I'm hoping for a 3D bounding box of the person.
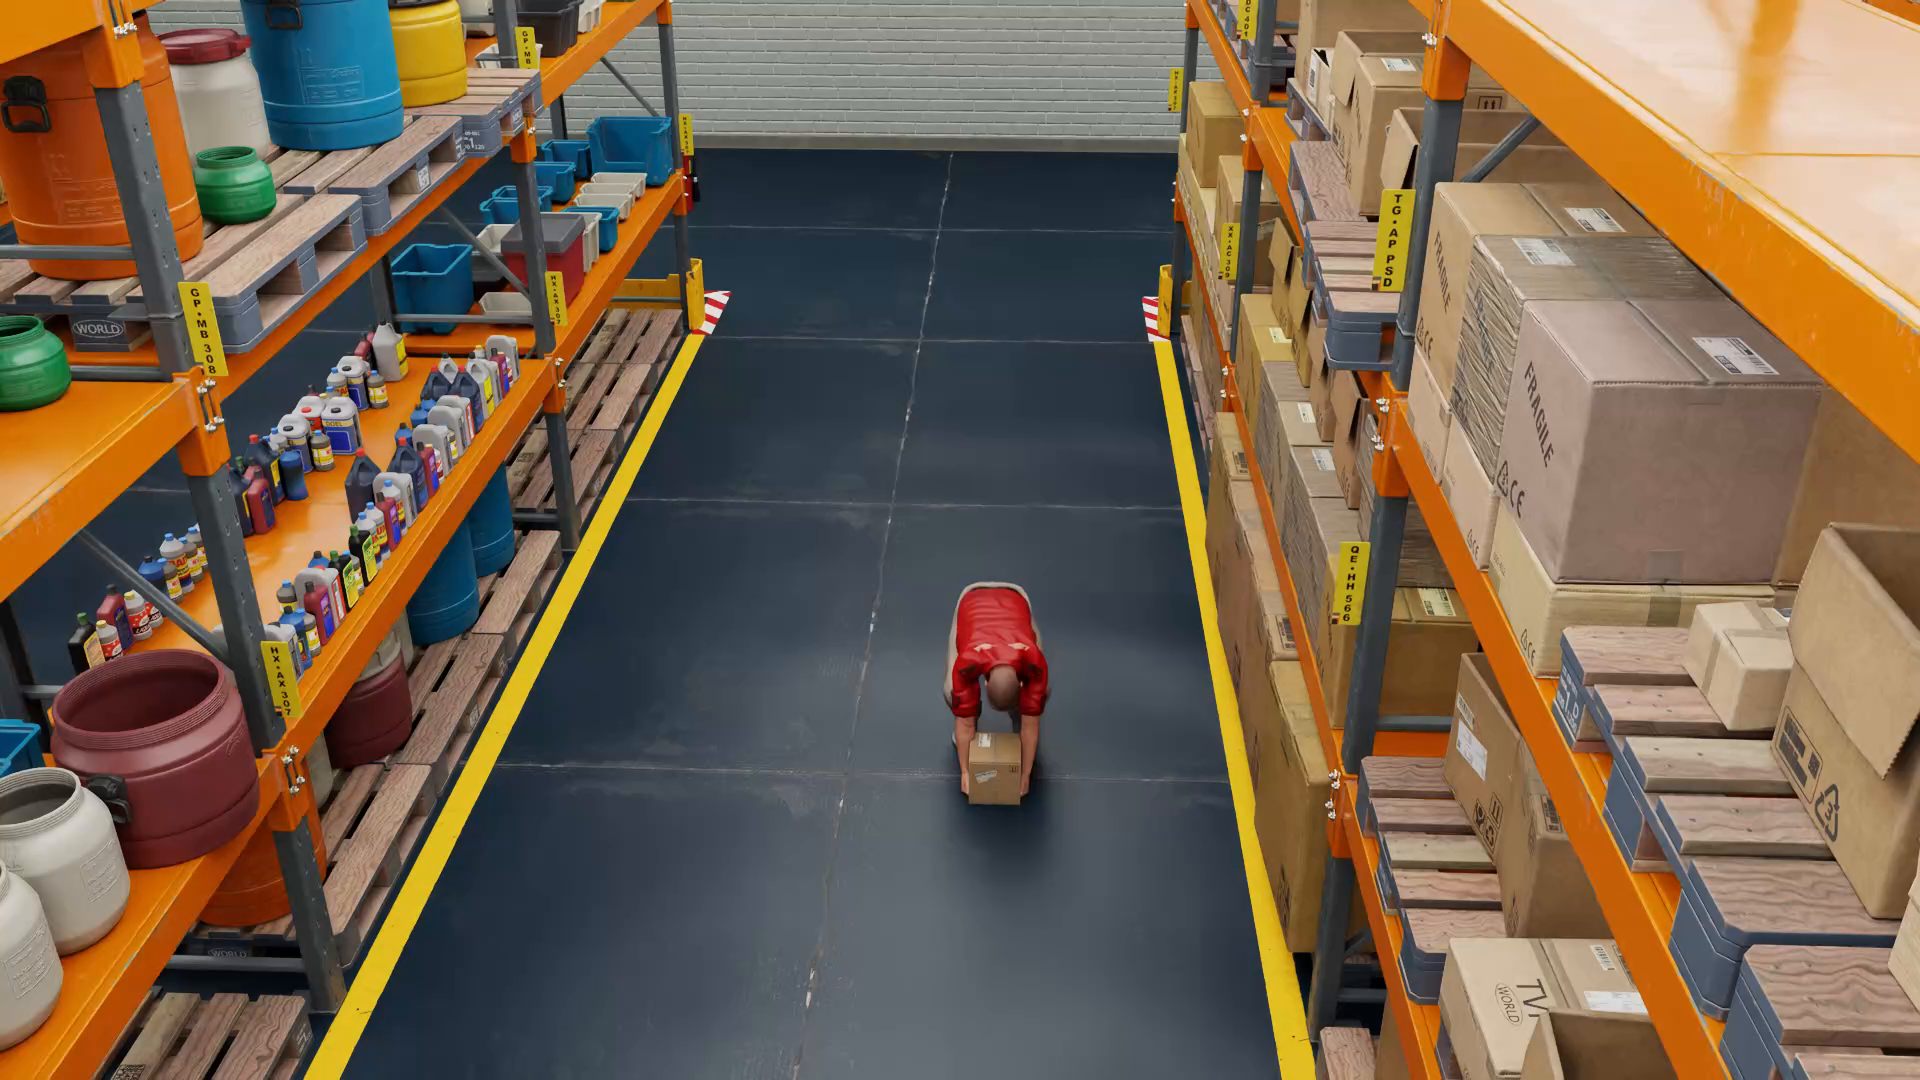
[{"bbox_3d":[0.183,0.726,8.245,0.541,0.848,0.956,0,28,0],"label":"person"}]
